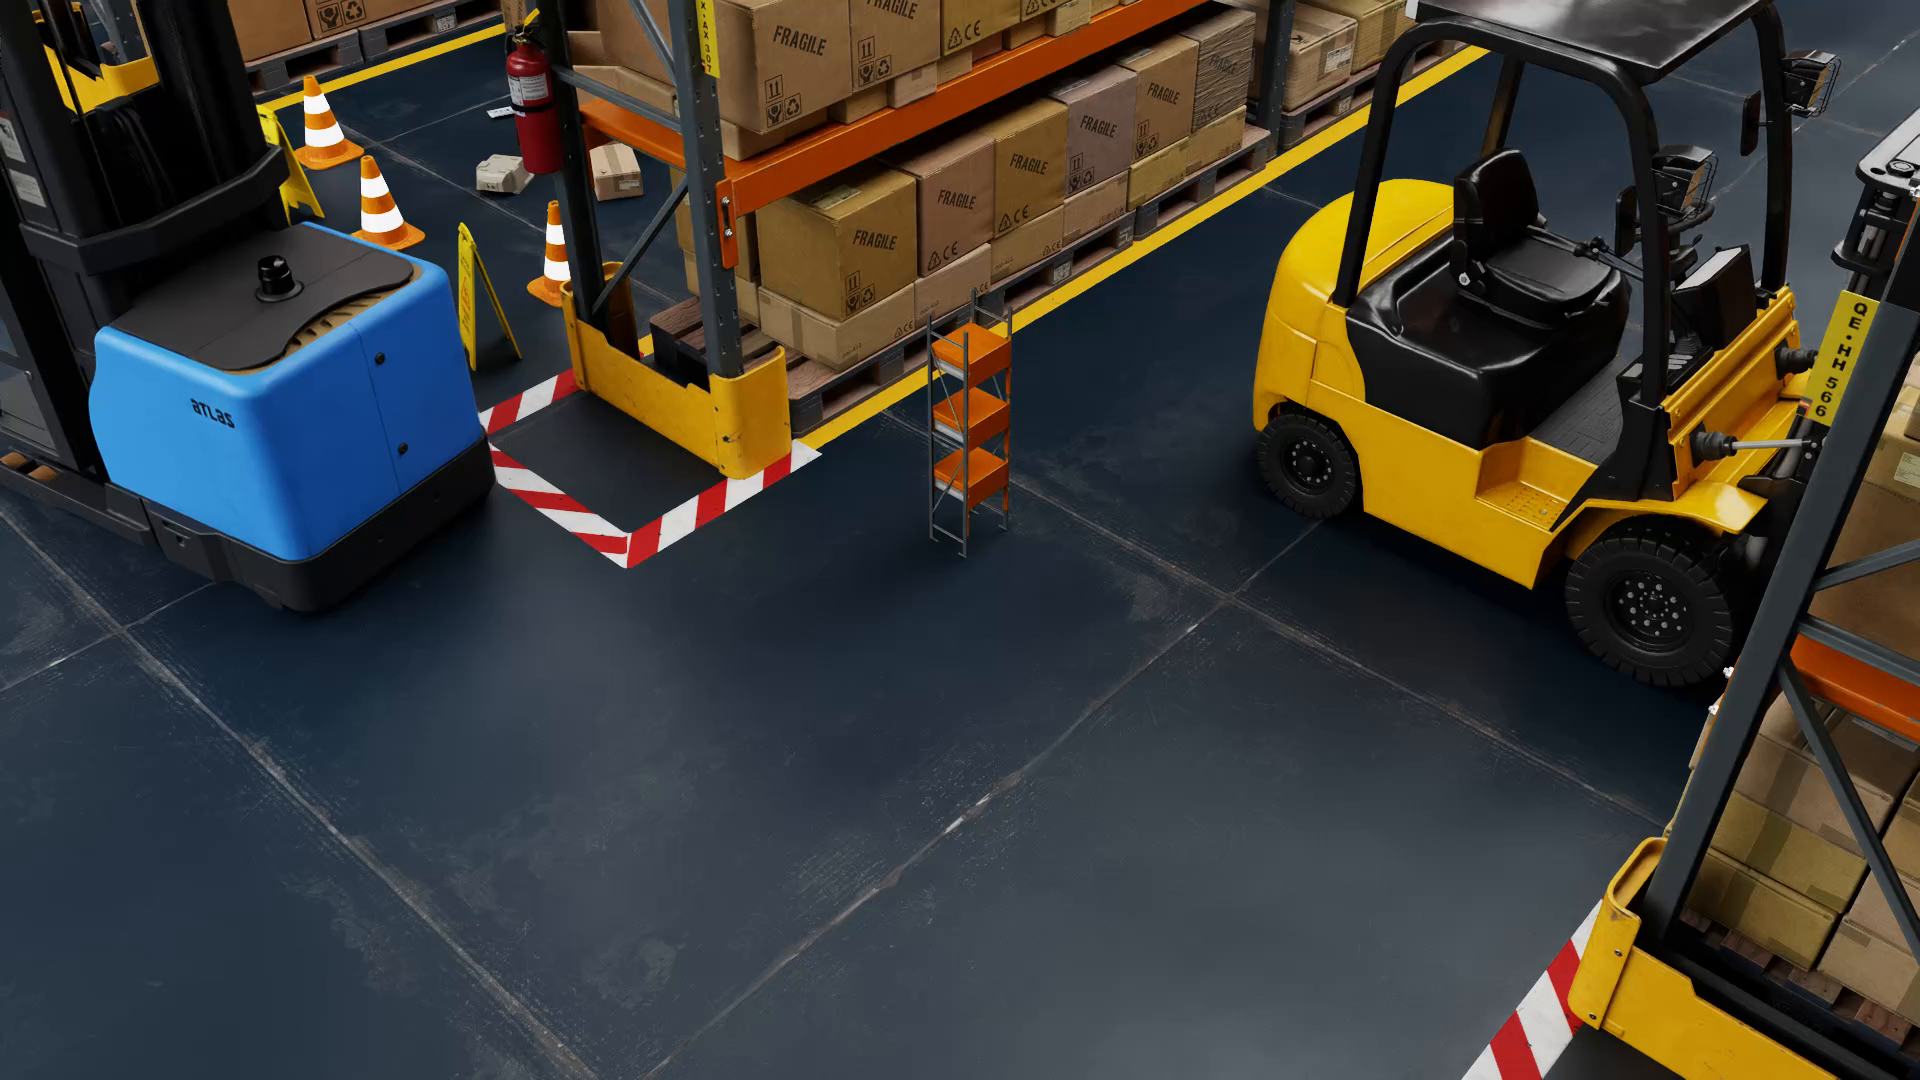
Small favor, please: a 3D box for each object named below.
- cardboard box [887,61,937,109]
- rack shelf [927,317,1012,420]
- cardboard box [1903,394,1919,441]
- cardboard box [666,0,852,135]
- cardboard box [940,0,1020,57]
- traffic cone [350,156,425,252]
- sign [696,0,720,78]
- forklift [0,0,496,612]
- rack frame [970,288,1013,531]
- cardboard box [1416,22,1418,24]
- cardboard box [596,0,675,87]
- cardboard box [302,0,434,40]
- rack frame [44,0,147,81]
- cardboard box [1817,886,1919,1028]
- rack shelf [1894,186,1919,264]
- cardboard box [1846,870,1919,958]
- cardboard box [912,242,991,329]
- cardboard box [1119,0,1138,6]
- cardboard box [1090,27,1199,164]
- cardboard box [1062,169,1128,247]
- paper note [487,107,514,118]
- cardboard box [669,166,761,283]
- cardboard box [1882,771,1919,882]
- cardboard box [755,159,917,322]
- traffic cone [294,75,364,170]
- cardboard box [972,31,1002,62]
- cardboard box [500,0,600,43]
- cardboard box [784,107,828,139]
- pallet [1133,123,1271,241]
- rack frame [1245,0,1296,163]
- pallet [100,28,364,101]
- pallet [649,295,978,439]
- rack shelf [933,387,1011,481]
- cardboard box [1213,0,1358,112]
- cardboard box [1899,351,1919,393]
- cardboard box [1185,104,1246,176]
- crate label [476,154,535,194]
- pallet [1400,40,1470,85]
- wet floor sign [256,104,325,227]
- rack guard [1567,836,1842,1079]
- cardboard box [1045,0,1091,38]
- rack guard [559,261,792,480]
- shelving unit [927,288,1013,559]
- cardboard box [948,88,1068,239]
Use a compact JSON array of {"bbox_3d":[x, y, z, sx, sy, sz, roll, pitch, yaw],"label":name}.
[{"bbox_3d":[-0.318,-1.981,7.033,0.380,0.149,0.250,30,48,32],"label":"cardboard box"},{"bbox_3d":[0.036,-0.649,6.284,0.215,0.259,0.240,30,47,32],"label":"rack shelf"},{"bbox_3d":[2.449,-0.283,3.855,0.380,0.149,0.250,30,47,32],"label":"cardboard box"},{"bbox_3d":[-0.779,-1.959,6.485,0.500,0.500,0.500,29,47,31],"label":"cardboard box"},{"bbox_3d":[-0.089,-2.433,7.081,0.500,0.500,0.500,29,47,31],"label":"cardboard box"},{"bbox_3d":[-3.014,-1.759,8.590,0.336,0.463,0.334,30,47,32],"label":"traffic cone"},{"bbox_3d":[-0.903,-1.814,5.925,0.100,0.325,0.005,30,47,32],"label":"sign"},{"bbox_3d":[-3.471,-1.550,6.344,3.031,2.935,1.130,20,43,23],"label":"forklift"},{"bbox_3d":[0.118,-0.492,6.525,0.200,1.050,0.008,30,47,32],"label":"rack frame"},{"bbox_3d":[2.698,-3.570,10.604,0.950,0.372,0.625,31,48,33],"label":"cardboard box"},{"bbox_3d":[-1.141,-2.223,6.817,0.500,0.500,0.500,29,47,31],"label":"cardboard box"},{"bbox_3d":[-4.025,-3.812,10.503,0.875,0.875,0.875,29,47,31],"label":"cardboard box"},{"bbox_3d":[-5.025,-3.735,9.037,1.000,3.000,0.127,30,47,32],"label":"rack frame"},{"bbox_3d":[2.839,1.148,4.768,0.500,0.250,0.500,30,47,32],"label":"cardboard box"},{"bbox_3d":[3.712,-1.432,4.308,1.077,0.370,4.000,30,47,32],"label":"rack shelf"},{"bbox_3d":[2.834,0.967,4.594,0.500,0.250,0.500,31,48,33],"label":"cardboard box"},{"bbox_3d":[-0.205,-1.277,7.817,0.500,0.250,0.500,31,48,33],"label":"cardboard box"},{"bbox_3d":[0.720,-2.698,7.935,0.380,0.149,0.250,29,47,31],"label":"cardboard box"},{"bbox_3d":[0.852,-2.303,8.506,0.500,0.500,0.500,31,48,33],"label":"cardboard box"},{"bbox_3d":[0.496,-1.764,8.430,0.500,0.250,0.500,30,48,32],"label":"cardboard box"},{"bbox_3d":[-2.742,-2.560,9.947,0.142,0.017,0.144,-18,42,-21],"label":"paper note"},{"bbox_3d":[-0.955,-1.562,7.573,0.500,0.500,0.500,30,47,32],"label":"cardboard box"},{"bbox_3d":[2.827,0.759,4.454,0.500,0.250,0.500,29,47,31],"label":"cardboard box"},{"bbox_3d":[-0.539,-1.350,7.307,0.500,0.500,0.500,28,46,31],"label":"cardboard box"},{"bbox_3d":[-3.619,-2.390,9.383,0.336,0.463,0.334,30,47,32],"label":"traffic cone"},{"bbox_3d":[-0.034,-2.260,7.384,0.380,0.149,0.250,31,48,33],"label":"cardboard box"},{"bbox_3d":[-2.617,-3.451,10.686,0.500,0.500,0.500,-26,45,-29],"label":"cardboard box"},{"bbox_3d":[-0.762,-1.796,6.800,0.380,0.149,0.250,30,48,32],"label":"cardboard box"},{"bbox_3d":[0.968,-2.126,9.253,1.003,0.211,1.213,30,47,32],"label":"pallet"},{"bbox_3d":[1.395,-3.540,8.792,1.000,3.000,0.127,30,47,32],"label":"rack frame"},{"bbox_3d":[-4.544,-3.043,10.408,1.003,0.211,1.213,30,47,32],"label":"pallet"},{"bbox_3d":[-0.678,-1.005,7.844,1.003,0.211,1.213,30,47,32],"label":"pallet"},{"bbox_3d":[0.036,-0.427,6.461,0.215,0.259,0.240,30,47,32],"label":"rack shelf"},{"bbox_3d":[1.747,-2.918,9.784,0.950,0.372,0.625,30,47,32],"label":"cardboard box"},{"bbox_3d":[2.541,-0.320,4.141,0.380,0.149,0.250,30,48,33],"label":"cardboard box"},{"bbox_3d":[1.195,-2.244,9.034,0.500,0.250,0.500,-32,48,-34],"label":"cardboard box"},{"bbox_3d":[-2.530,-2.019,9.178,0.250,0.136,0.298,8,39,10],"label":"crate label"},{"bbox_3d":[2.742,-3.370,10.819,1.003,0.211,1.213,30,47,32],"label":"pallet"},{"bbox_3d":[-3.583,-1.969,8.707,0.267,0.644,0.232,22,43,25],"label":"wet floor sign"},{"bbox_3d":[2.347,1.369,4.626,1.175,0.500,0.348,30,47,32],"label":"rack guard"},{"bbox_3d":[0.379,-2.460,7.635,0.380,0.149,0.250,30,47,32],"label":"cardboard box"},{"bbox_3d":[-1.252,-0.759,7.303,1.175,0.500,0.348,30,47,32],"label":"rack guard"},{"bbox_3d":[0.036,-0.435,6.454,0.215,1.050,0.252,30,47,32],"label":"shelving unit"},{"bbox_3d":[0.155,-1.819,7.897,0.500,0.500,0.500,31,48,33],"label":"cardboard box"}]
